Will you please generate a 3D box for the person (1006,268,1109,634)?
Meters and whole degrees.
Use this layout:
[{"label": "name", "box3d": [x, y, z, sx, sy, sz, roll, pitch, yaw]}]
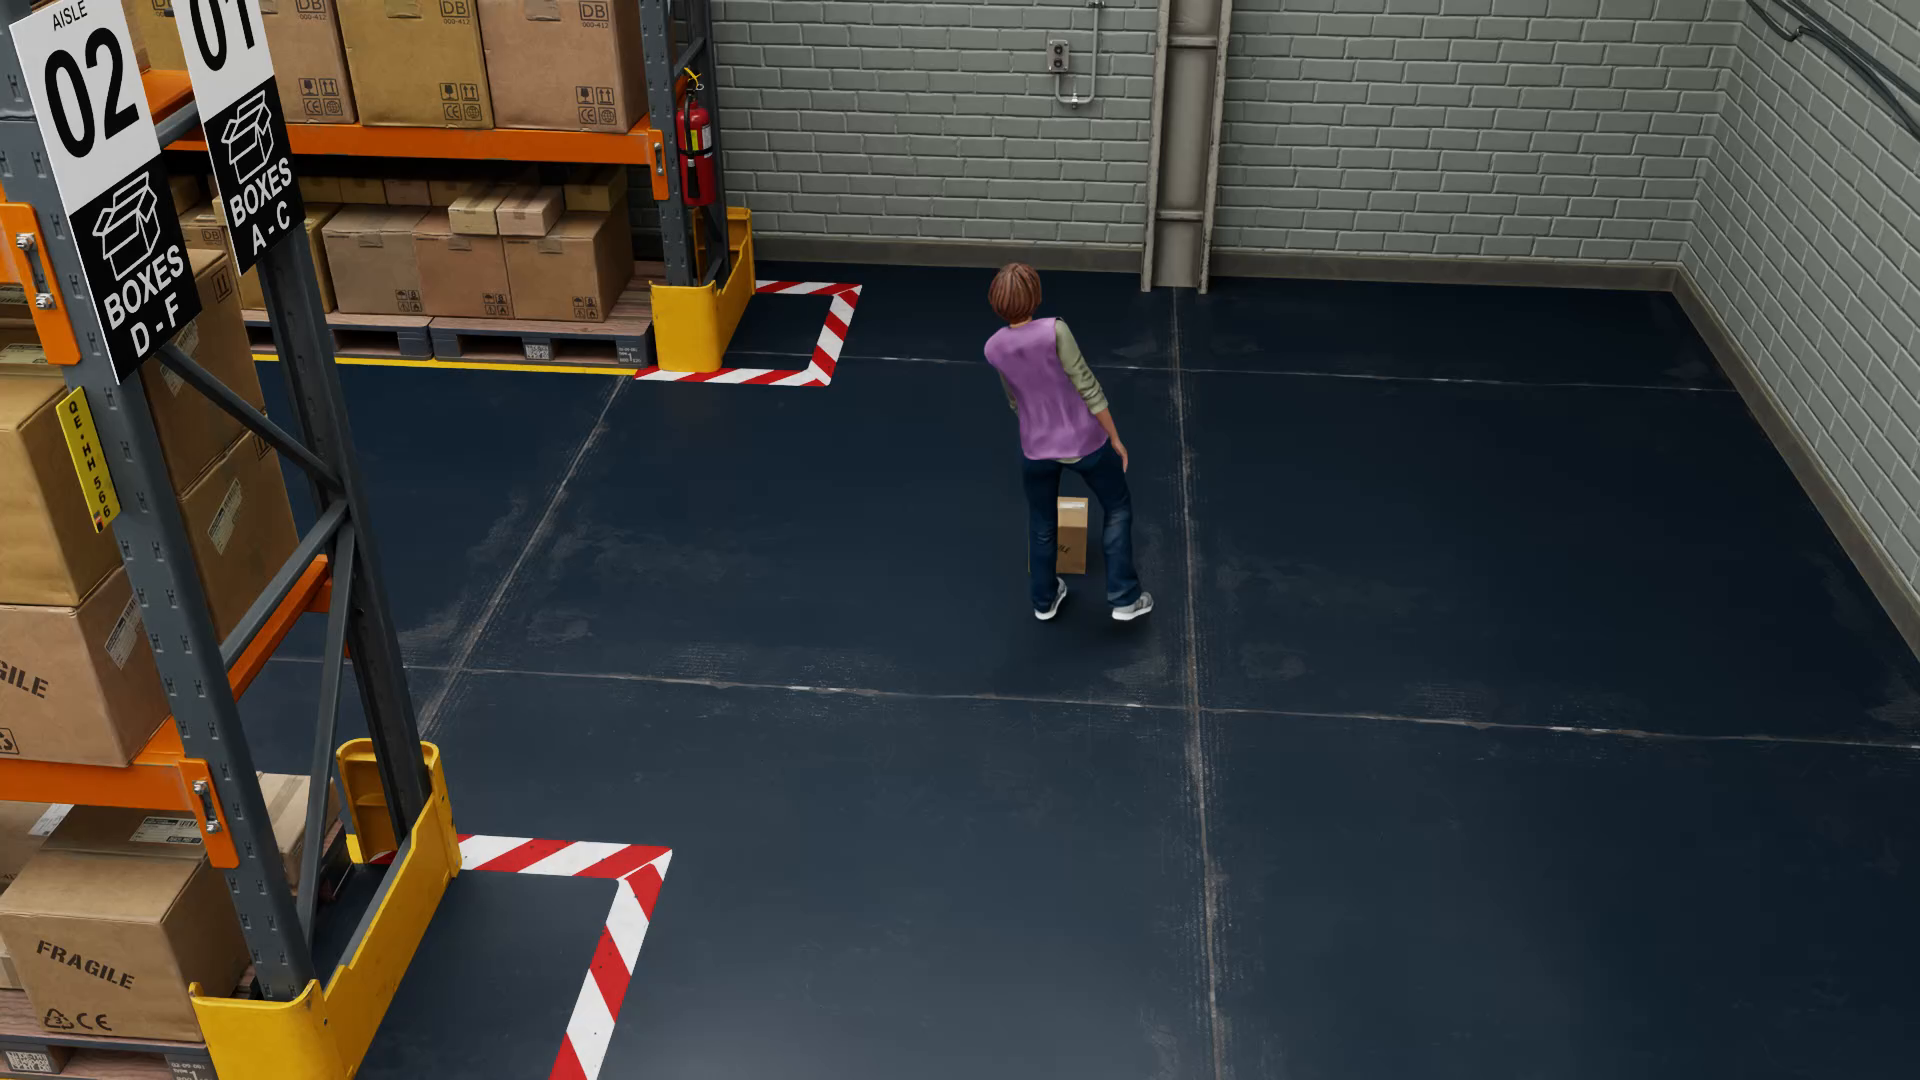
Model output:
[{"label": "person", "box3d": [0.384, -0.323, 6.686, 0.407, 1.571, 0.301, 3, 33, 5]}]
